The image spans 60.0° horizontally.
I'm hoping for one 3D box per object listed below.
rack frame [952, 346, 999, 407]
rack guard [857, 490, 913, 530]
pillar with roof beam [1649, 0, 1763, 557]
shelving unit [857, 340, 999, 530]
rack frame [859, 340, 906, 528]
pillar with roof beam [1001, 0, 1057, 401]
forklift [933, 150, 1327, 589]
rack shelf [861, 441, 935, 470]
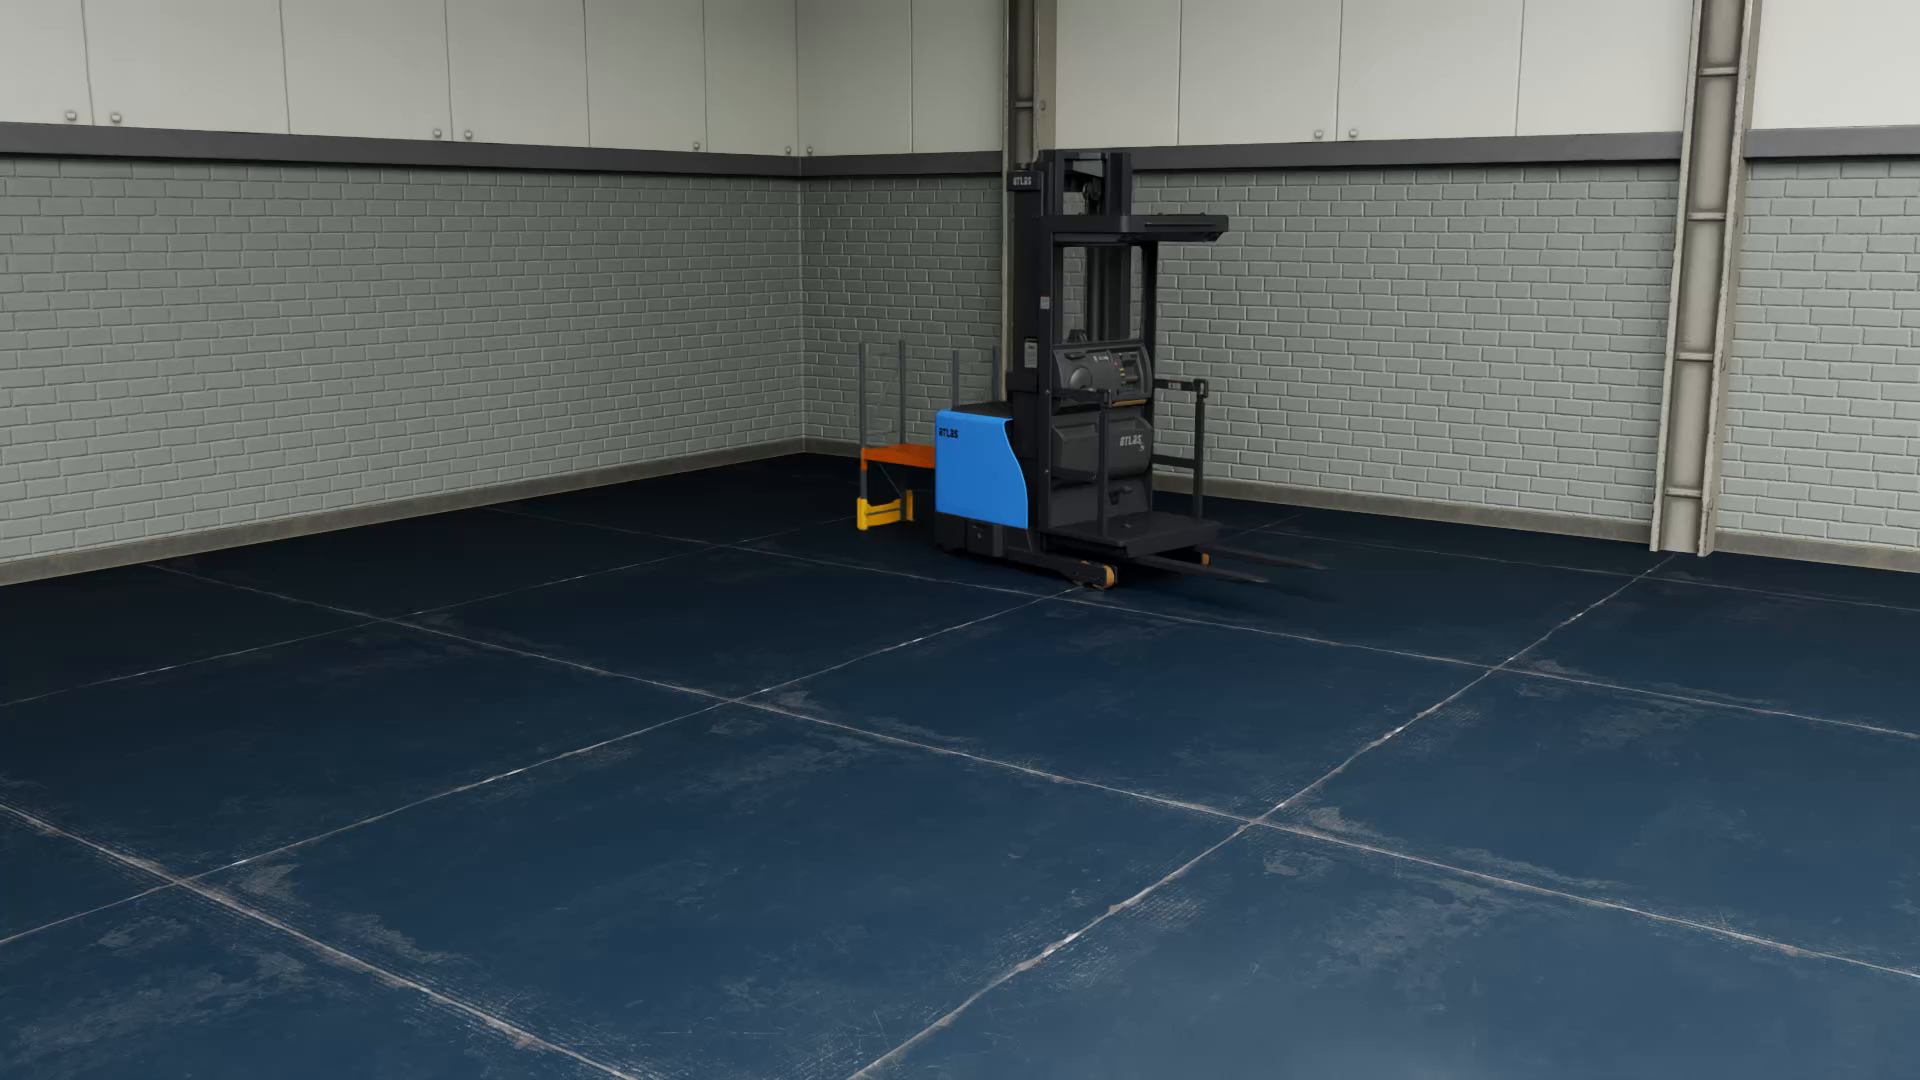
[{"bbox_3d":[0.121,-0.737,12.891,0.032,1.500,0.500,10,15,42],"label":"rack frame"},{"bbox_3d":[-0.613,-0.252,13.672,0.087,0.250,0.587,10,15,42],"label":"rack guard"},{"bbox_3d":[2.932,-3.681,8.365,0.400,9.000,9.100,8,13,36],"label":"pillar with roof beam"},{"bbox_3d":[-0.246,-0.801,13.223,1.083,1.500,0.587,10,15,42],"label":"shelving unit"},{"bbox_3d":[-0.627,-0.868,13.566,0.032,1.500,0.500,10,15,42],"label":"rack frame"},{"bbox_3d":[-1.904,-4.356,11.852,0.400,9.000,9.100,8,13,36],"label":"pillar with roof beam"},{"bbox_3d":[1.154,-1.211,11.573,1.130,2.935,3.031,-10,15,-41],"label":"forklift"},{"bbox_3d":[-0.253,-0.626,13.263,1.000,0.185,0.538,10,15,42],"label":"rack shelf"}]
